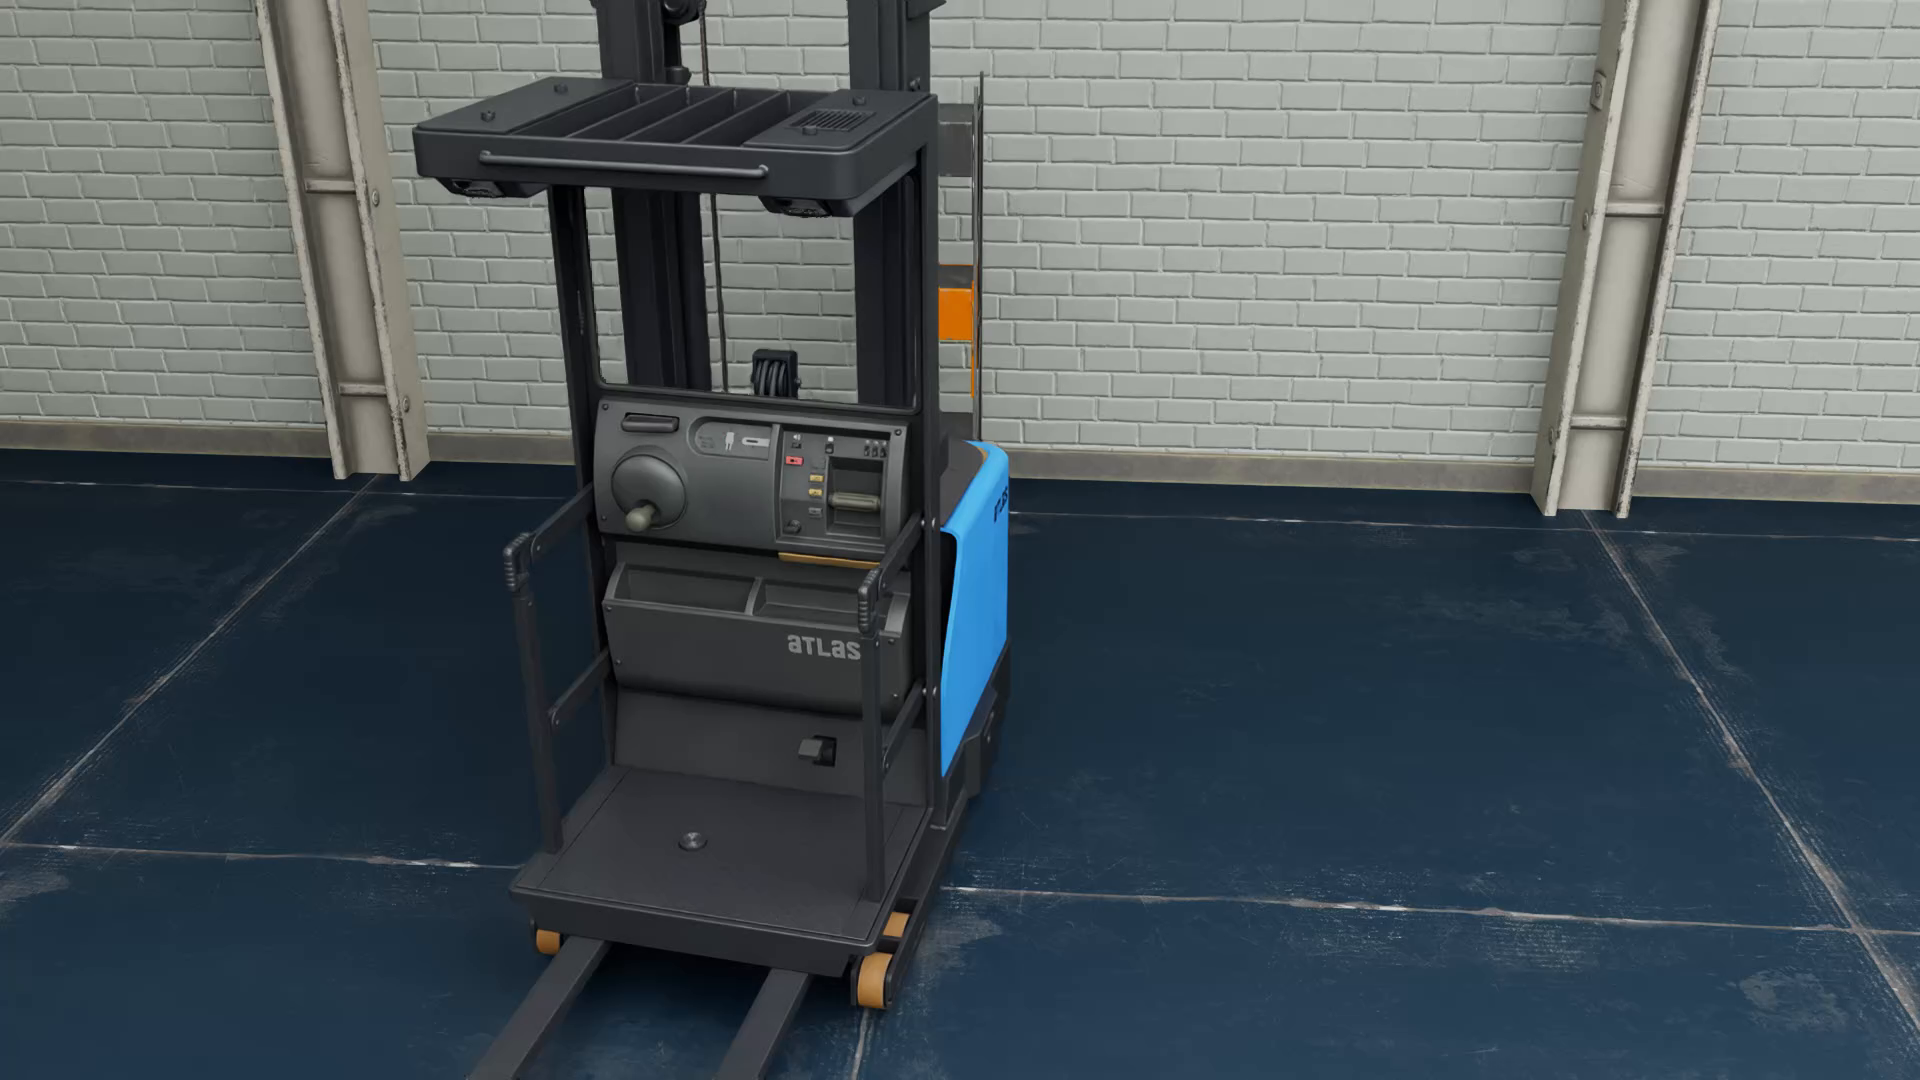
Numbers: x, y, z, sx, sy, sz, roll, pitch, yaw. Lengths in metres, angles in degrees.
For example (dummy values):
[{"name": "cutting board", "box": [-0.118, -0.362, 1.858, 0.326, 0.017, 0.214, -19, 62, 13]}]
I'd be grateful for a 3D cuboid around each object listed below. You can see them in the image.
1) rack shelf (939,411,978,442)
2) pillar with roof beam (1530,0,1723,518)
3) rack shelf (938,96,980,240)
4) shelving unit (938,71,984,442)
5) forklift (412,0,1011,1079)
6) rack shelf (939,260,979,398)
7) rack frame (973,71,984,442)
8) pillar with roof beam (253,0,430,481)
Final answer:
[{"name": "rack shelf", "box": [-0.165, -0.311, 7.621, 0.480, 0.518, 0.431, 2, 25, 4]}, {"name": "pillar with roof beam", "box": [2.691, -2.470, 2.352, 0.400, 9.000, 9.100, 2, 25, 4]}, {"name": "rack shelf", "box": [-0.165, -1.583, 7.036, 0.480, 0.518, 0.431, 2, 25, 4]}, {"name": "shelving unit", "box": [-0.165, -0.959, 7.323, 0.503, 2.100, 0.431, 2, 25, 4]}, {"name": "forklift", "box": [-0.655, -0.152, 4.574, 1.130, 2.935, 3.031, 6, 25, 12]}, {"name": "rack shelf", "box": [-0.165, -0.947, 7.328, 0.480, 0.518, 0.431, 2, 25, 4]}, {"name": "rack frame", "box": [0.078, -0.951, 7.306, 0.015, 2.100, 0.400, 2, 25, 4]}, {"name": "pillar with roof beam", "box": [-3.291, -2.662, 2.769, 0.400, 9.000, 9.100, 2, 25, 4]}]
